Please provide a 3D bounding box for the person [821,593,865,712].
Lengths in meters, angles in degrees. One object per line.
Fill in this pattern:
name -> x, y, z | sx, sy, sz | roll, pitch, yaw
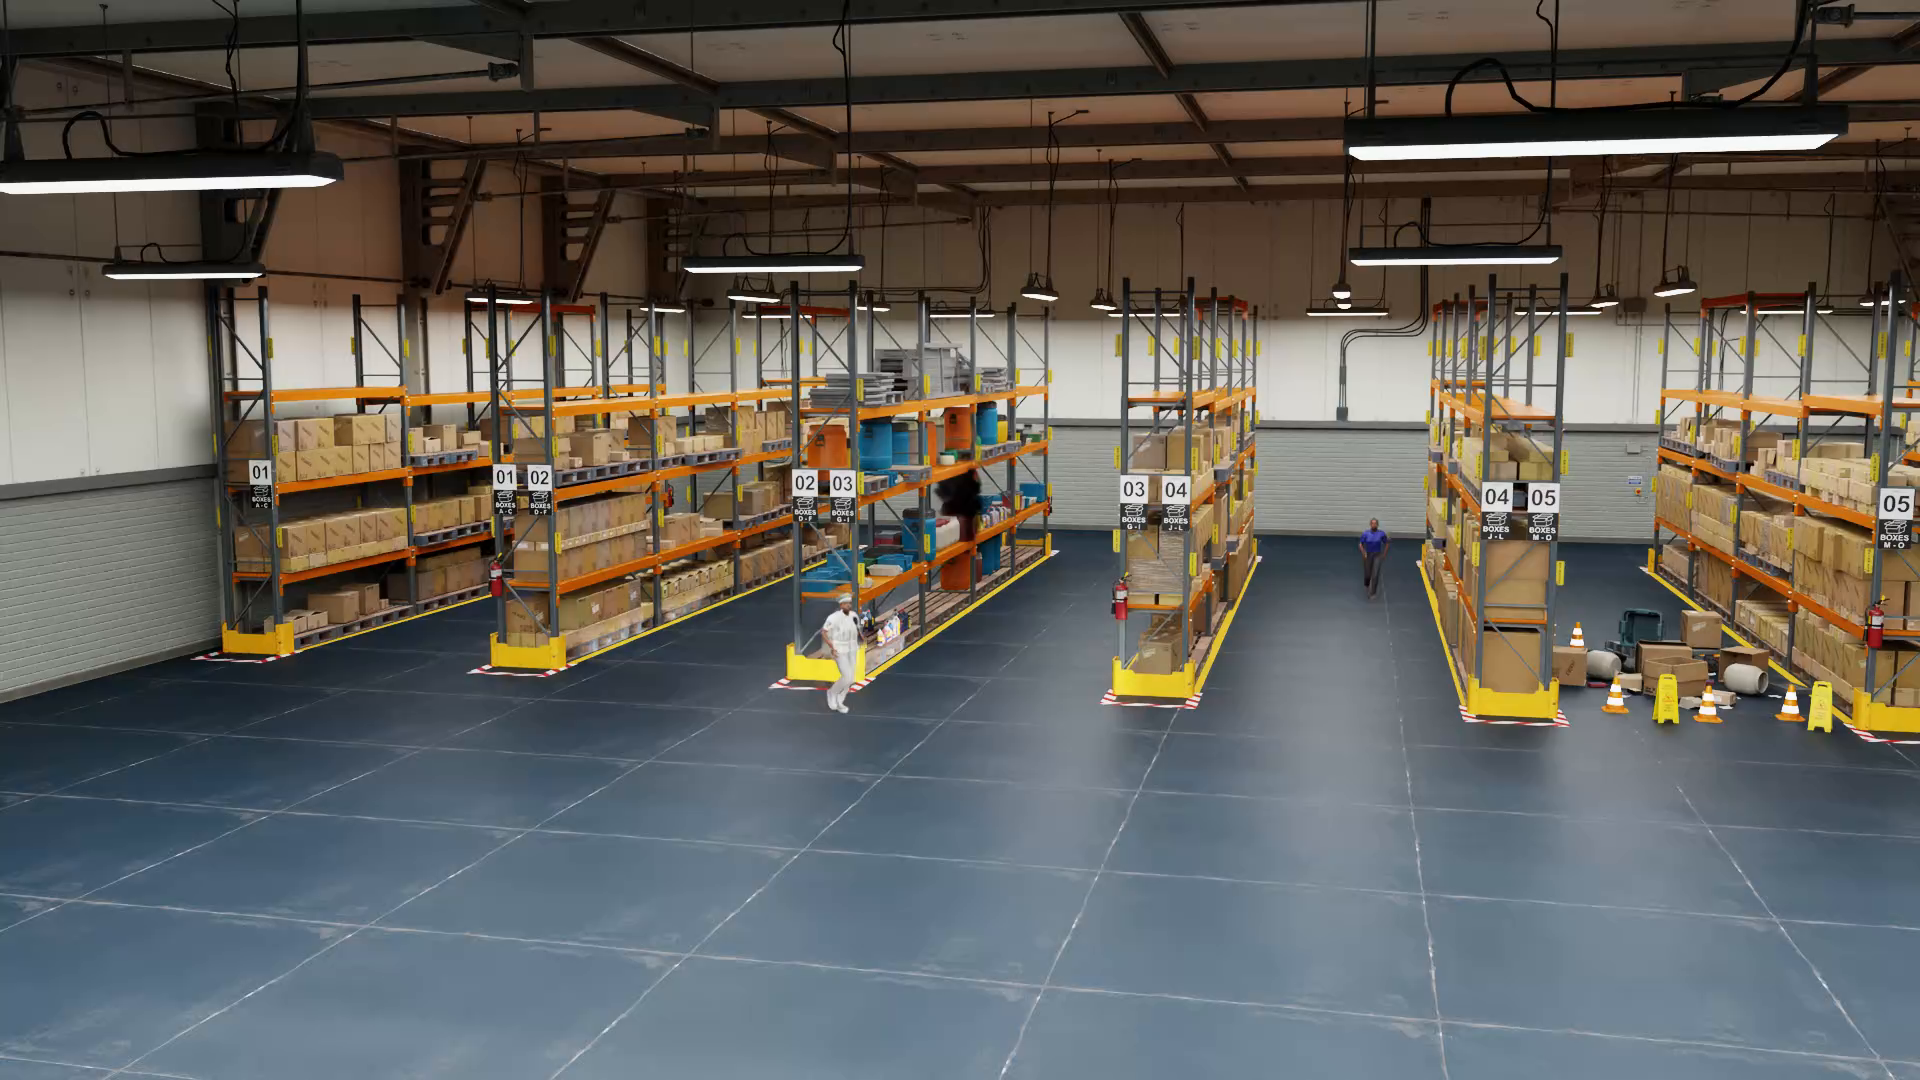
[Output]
person -> -1.549, 1.548, 22.911 | 0.561, 1.668, 0.564 | -5, 9, -40

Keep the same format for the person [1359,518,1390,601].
person -> 8.312, 0.379, 33.399 | 0.601, 1.628, 0.636 | 1, 7, 12
